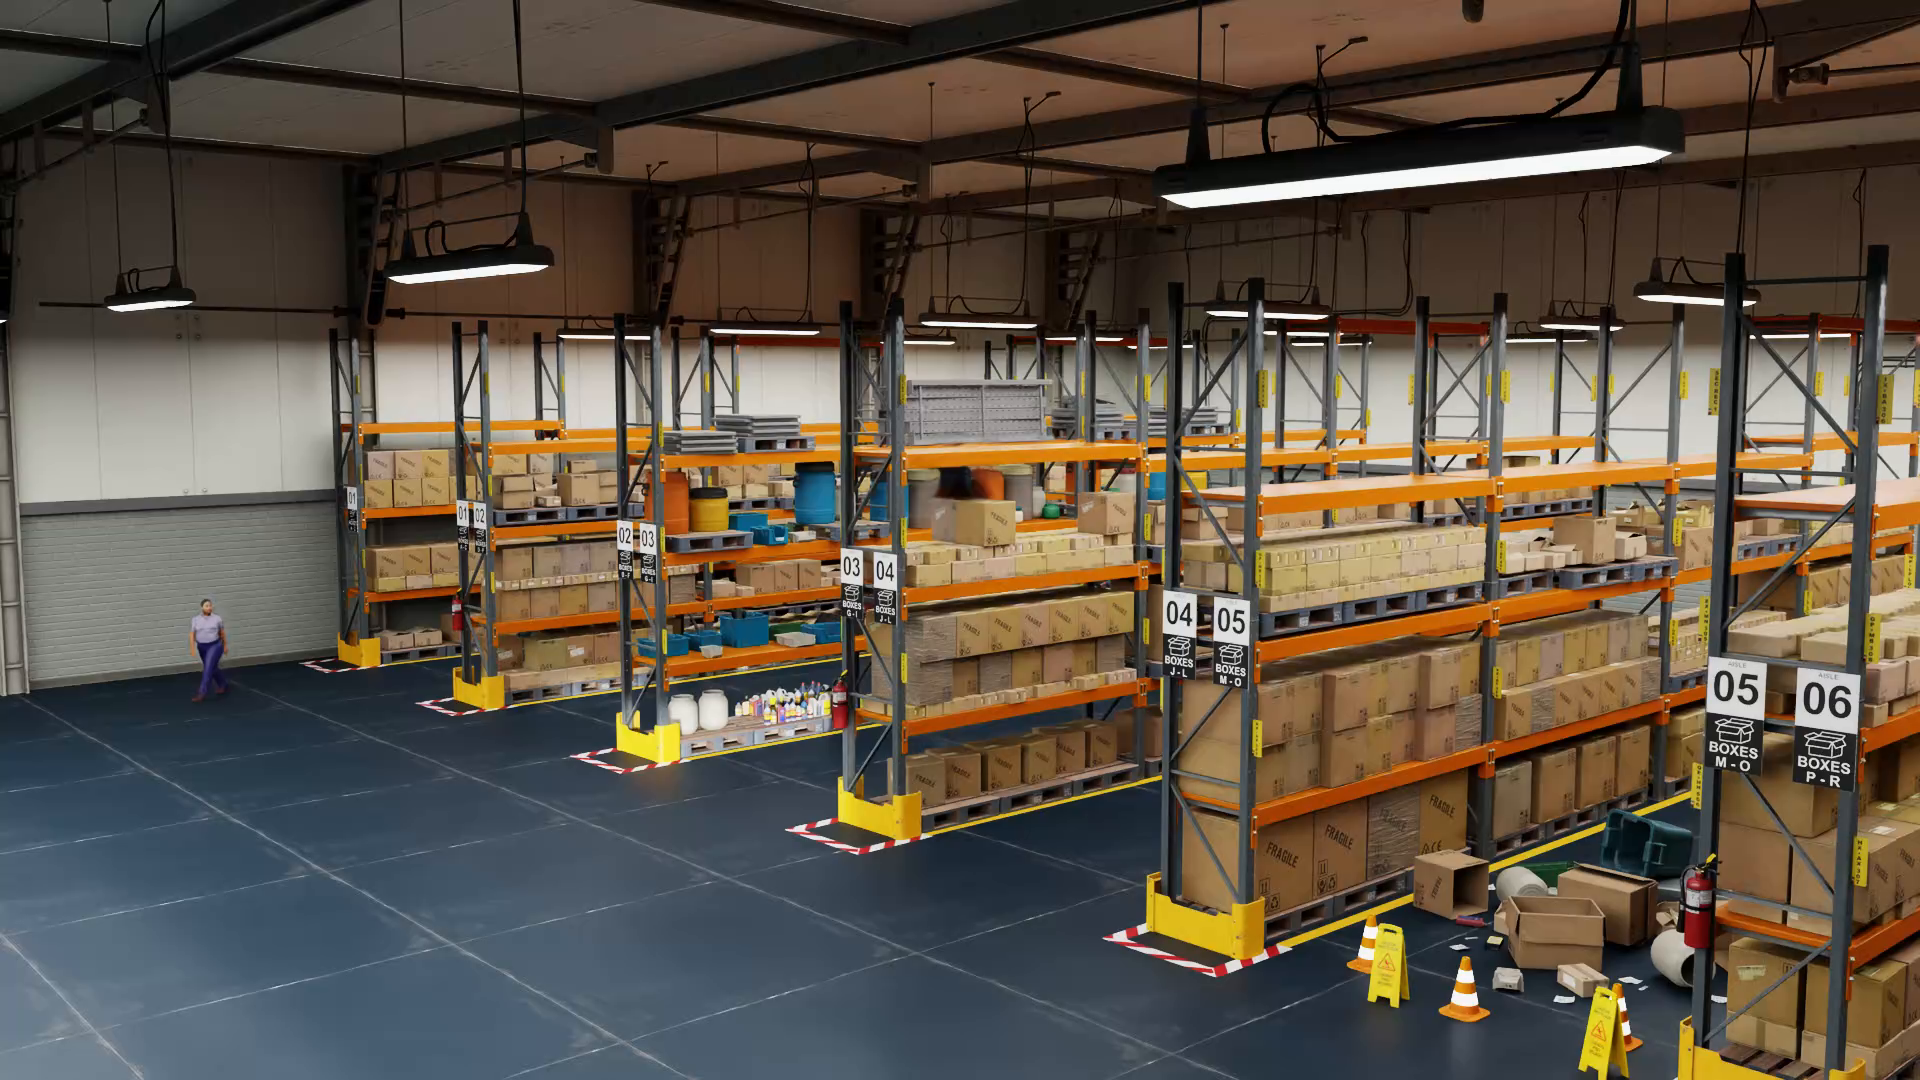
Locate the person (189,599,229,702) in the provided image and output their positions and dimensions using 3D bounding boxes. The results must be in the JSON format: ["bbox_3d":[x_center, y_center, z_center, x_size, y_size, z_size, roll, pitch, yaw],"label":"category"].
[{"bbox_3d":[-12.051,1.728,26.563,0.440,1.574,1.036,2,6,17],"label":"person"}]

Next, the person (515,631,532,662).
[{"bbox_3d":[-7.637,1.480,29.345,0.417,1.573,0.669,4,7,34],"label":"person"}]
